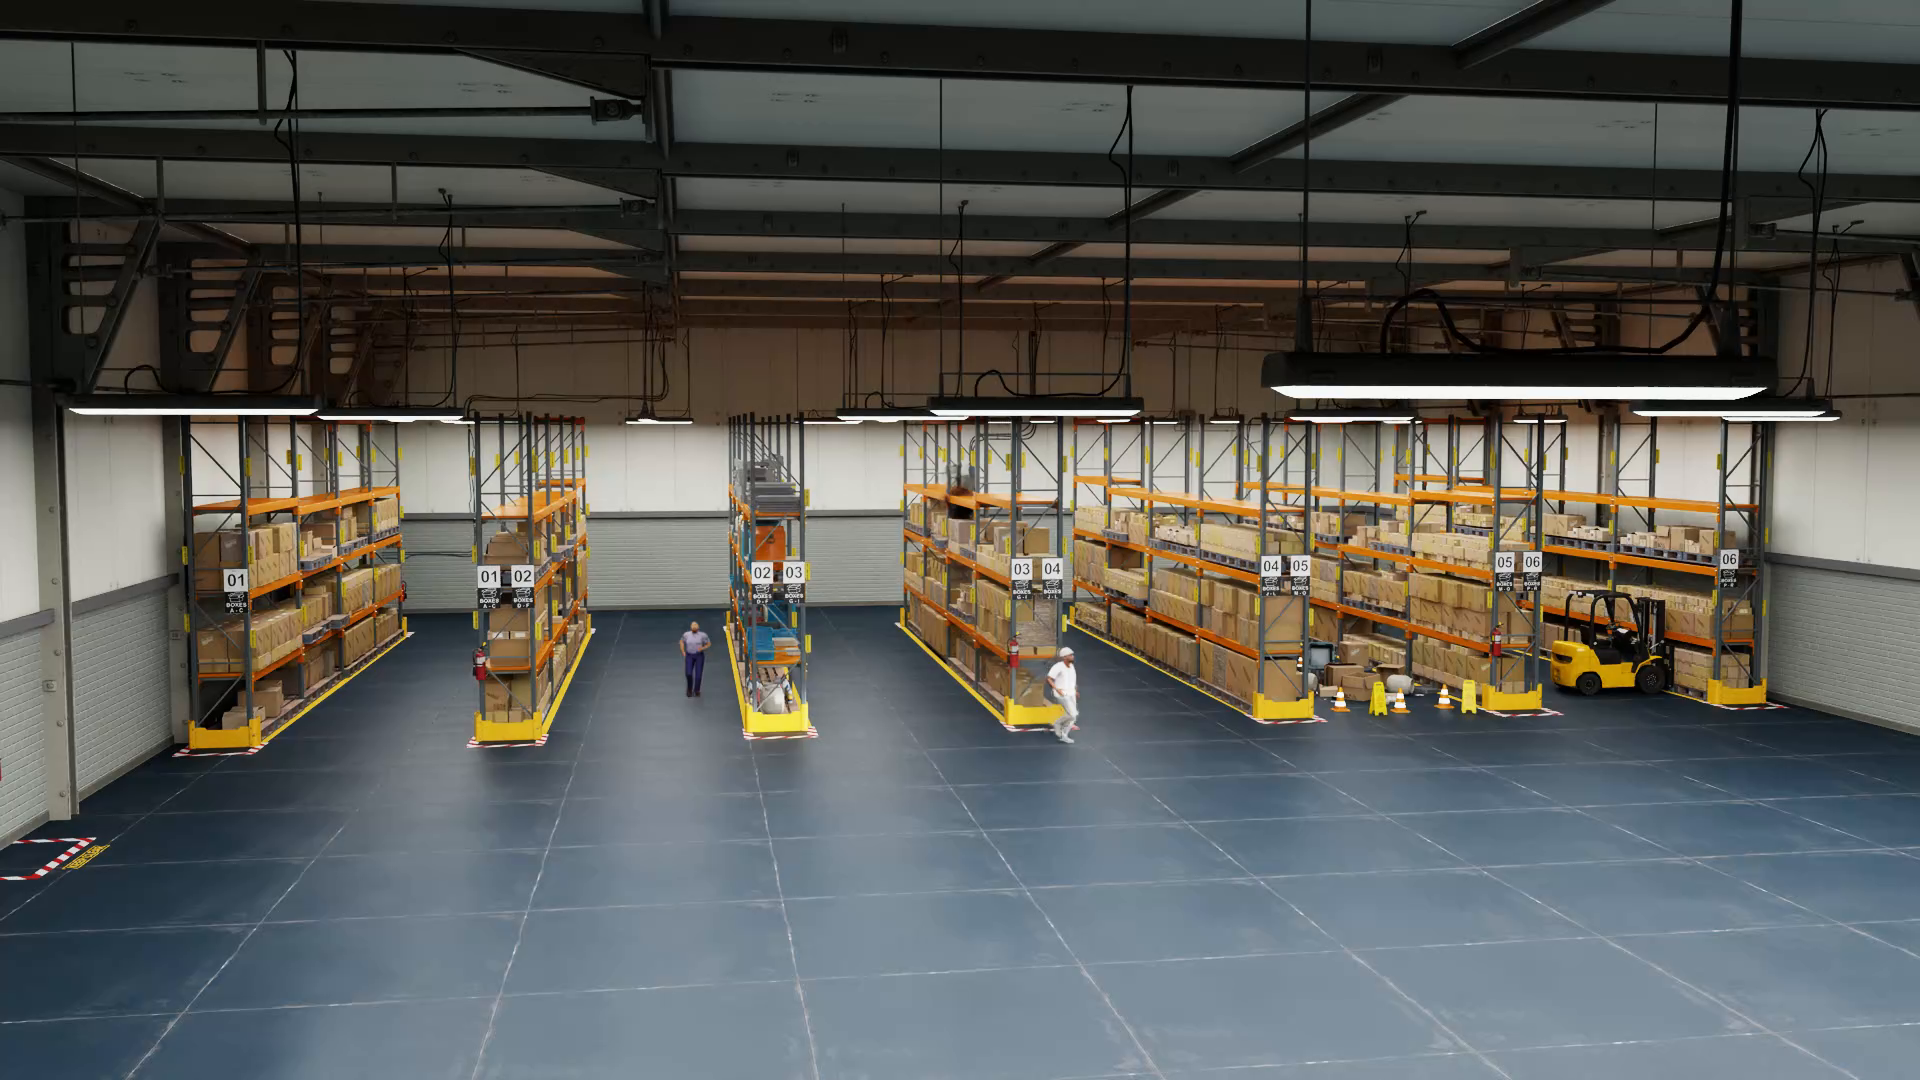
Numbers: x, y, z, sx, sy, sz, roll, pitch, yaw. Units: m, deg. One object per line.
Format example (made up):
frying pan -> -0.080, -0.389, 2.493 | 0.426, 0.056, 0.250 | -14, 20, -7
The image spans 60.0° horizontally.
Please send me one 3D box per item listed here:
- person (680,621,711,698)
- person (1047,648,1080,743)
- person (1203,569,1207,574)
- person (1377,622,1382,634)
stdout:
person -> -5.588, 2.527, 35.112 | 0.663, 1.635, 0.571 | 0, 4, -3
person -> 1.942, 2.816, 30.178 | 0.529, 1.728, 0.732 | 3, 5, 40
person -> 7.352, 1.461, 50.541 | 0.673, 1.670, 0.555 | -1, 4, -14
person -> 11.088, 1.876, 44.003 | 0.712, 1.739, 0.653 | -1, 4, -10
